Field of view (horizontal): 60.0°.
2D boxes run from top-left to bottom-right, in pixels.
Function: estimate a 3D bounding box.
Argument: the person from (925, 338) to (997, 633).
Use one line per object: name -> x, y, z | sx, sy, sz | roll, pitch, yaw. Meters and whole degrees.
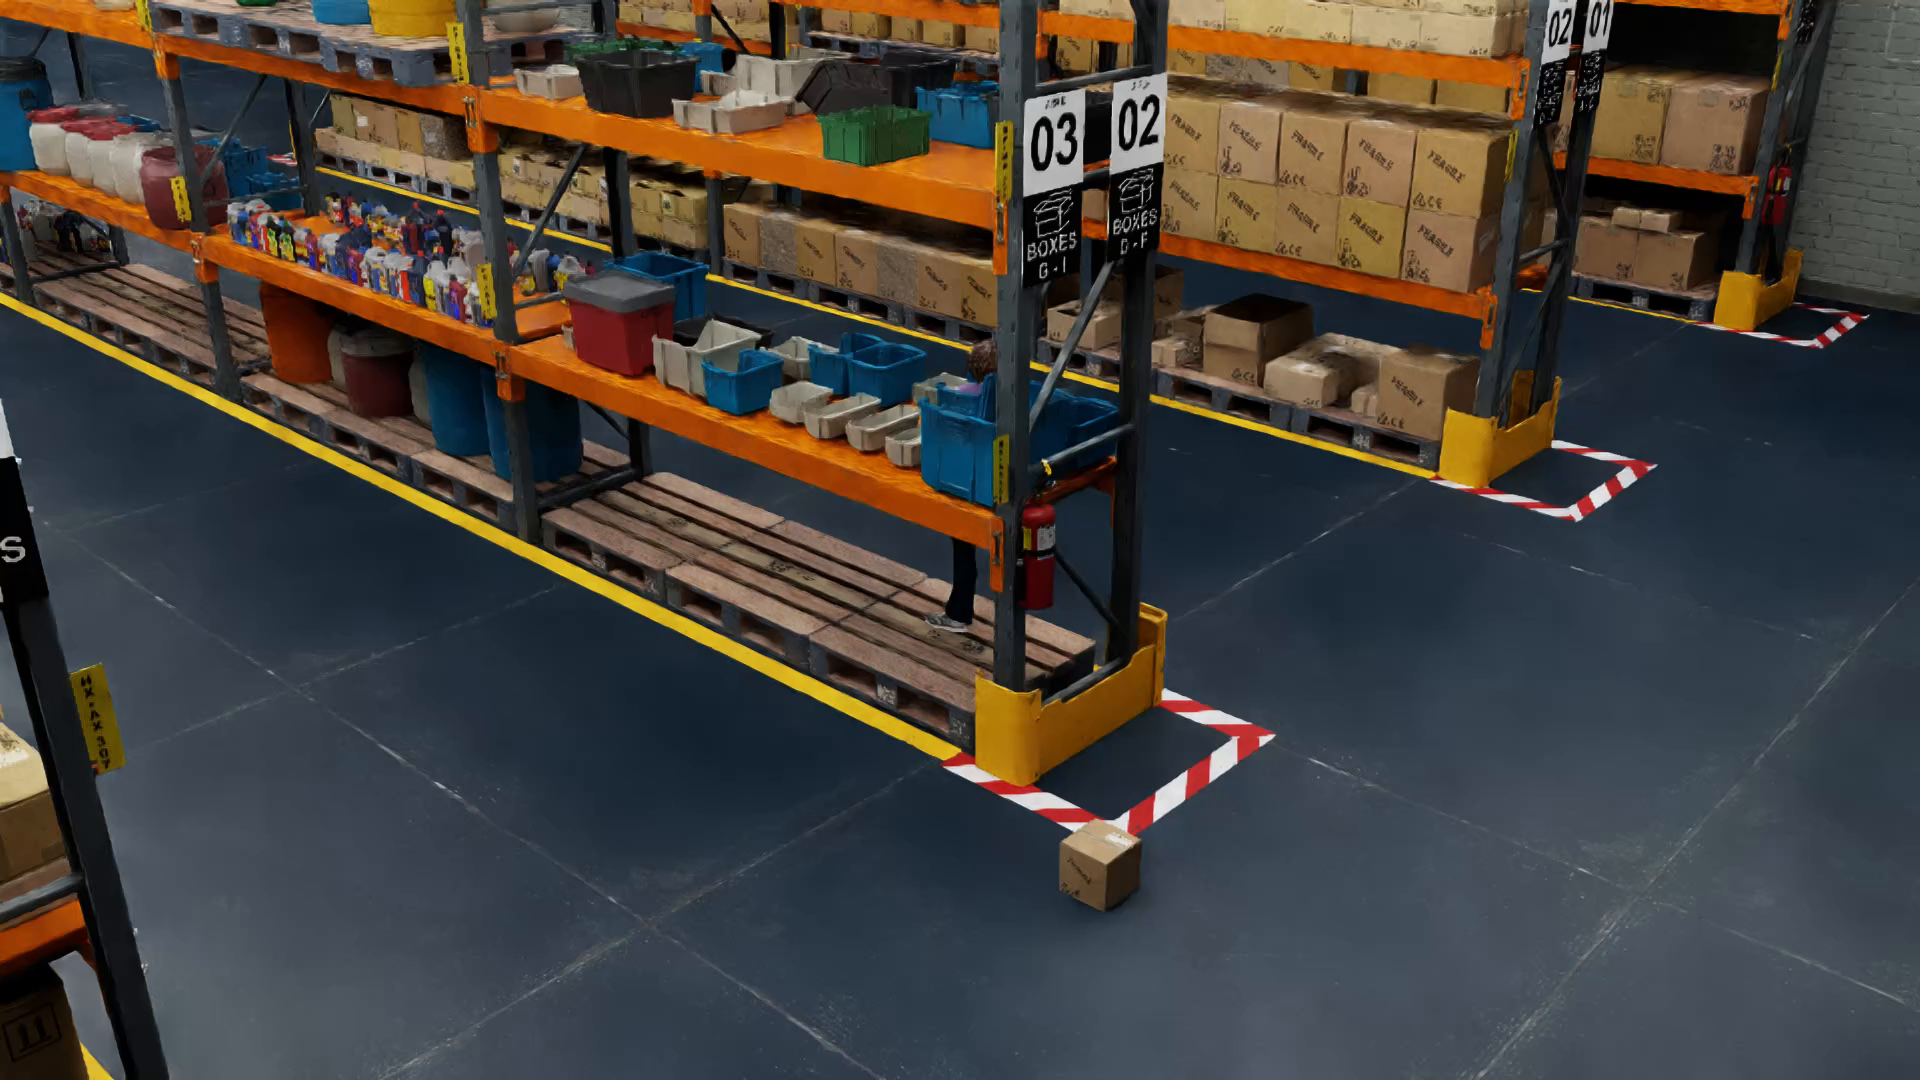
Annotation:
person -> 0.091, -0.307, 8.838 | 0.575, 1.576, 0.503 | -2, 24, -4
